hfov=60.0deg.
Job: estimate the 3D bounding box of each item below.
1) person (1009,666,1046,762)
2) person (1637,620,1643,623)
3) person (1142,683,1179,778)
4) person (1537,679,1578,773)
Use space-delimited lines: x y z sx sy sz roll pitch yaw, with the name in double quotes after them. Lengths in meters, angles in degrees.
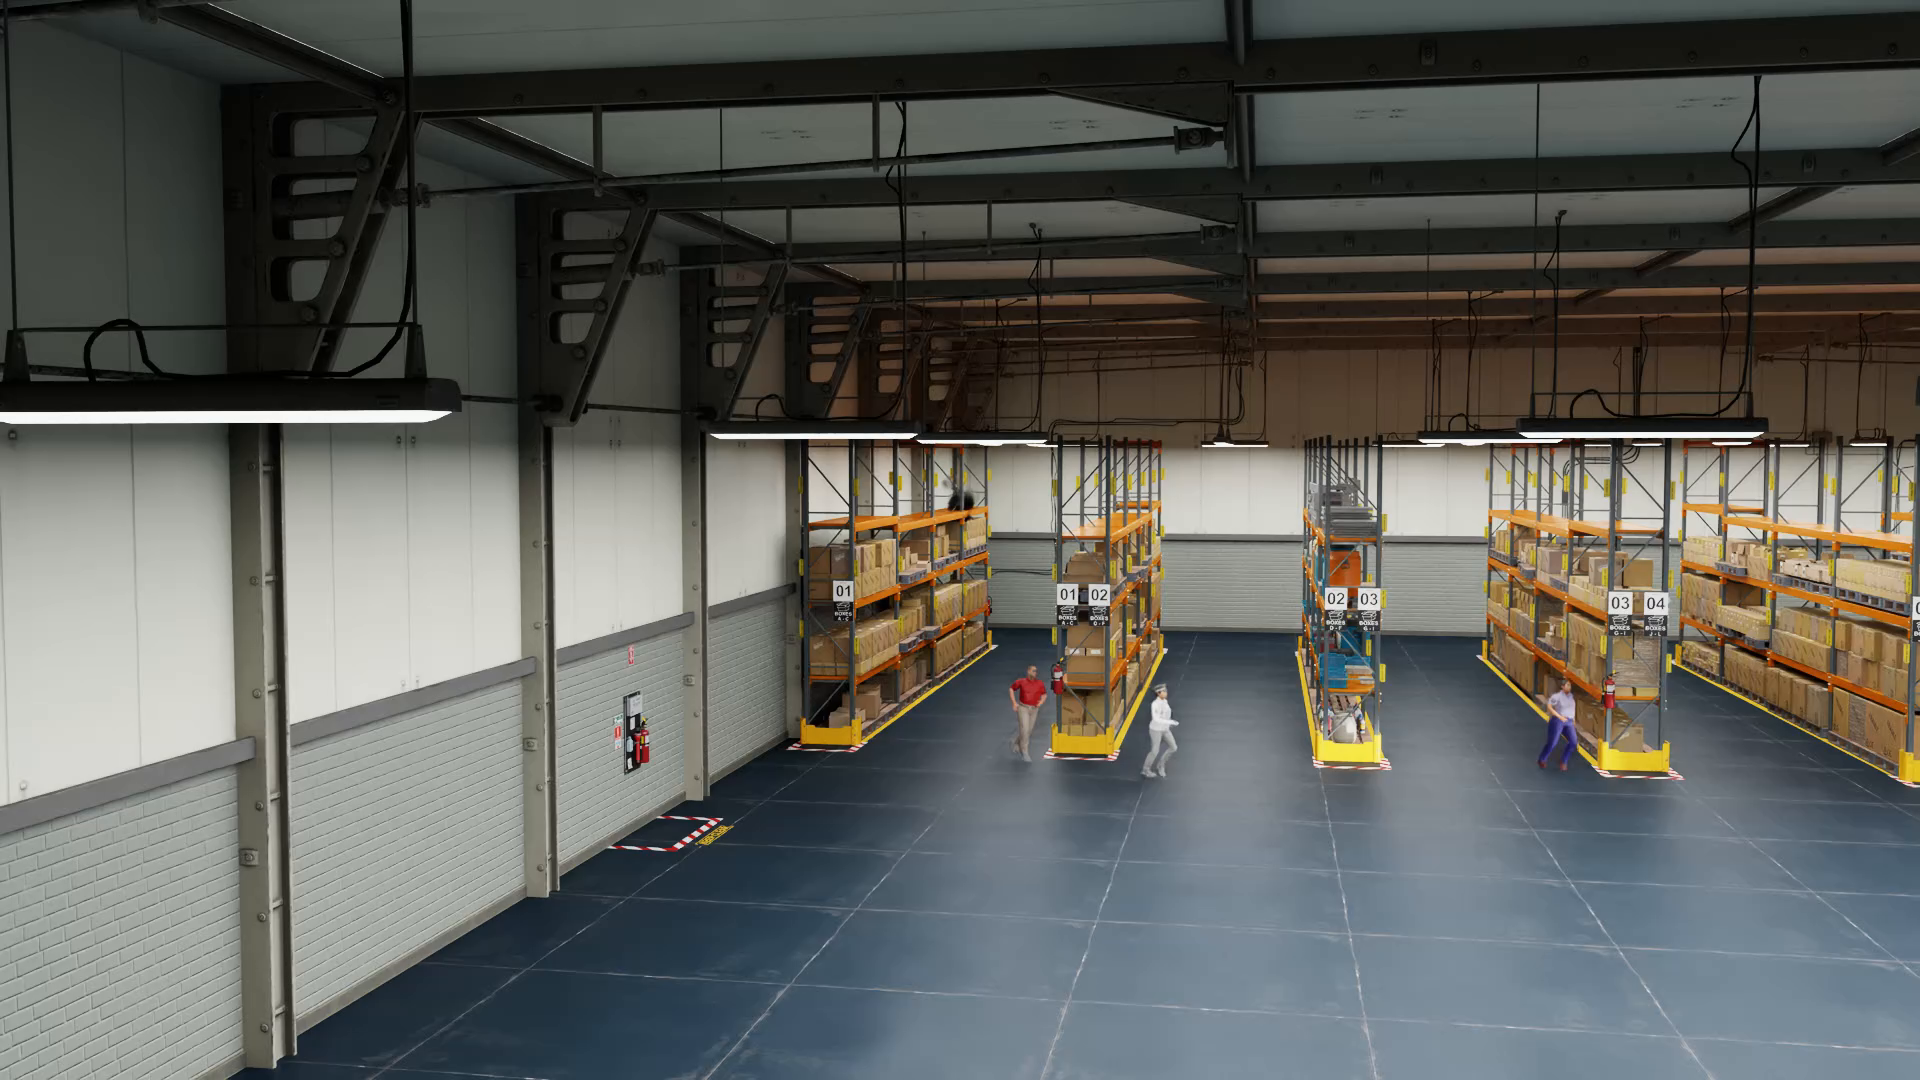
1.284 3.205 30.999 0.677 1.728 0.838 -1 3 -24 "person"
18.067 2.447 44.990 0.775 1.678 0.658 1 3 22 "person"
3.501 3.315 28.905 0.740 1.671 0.578 3 4 40 "person"
10.777 3.318 29.762 0.689 1.655 0.668 -1 3 -18 "person"
